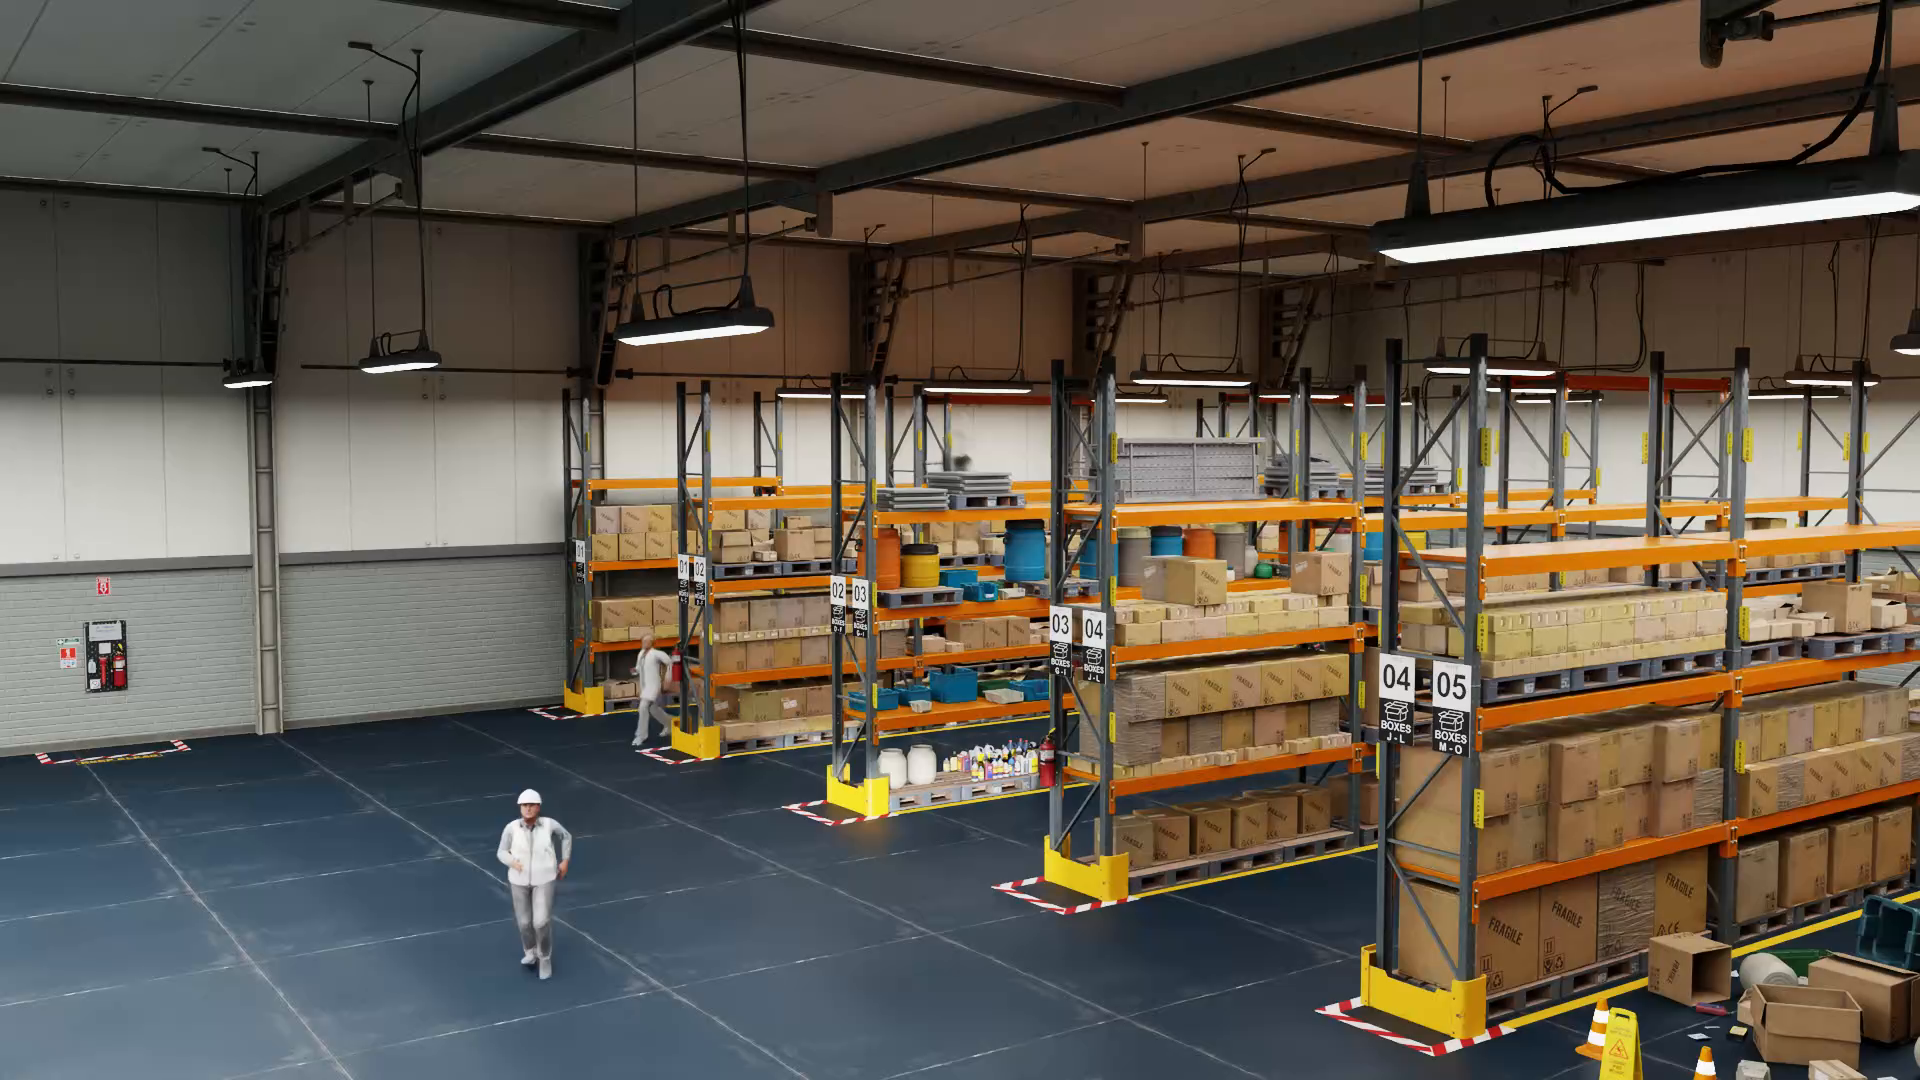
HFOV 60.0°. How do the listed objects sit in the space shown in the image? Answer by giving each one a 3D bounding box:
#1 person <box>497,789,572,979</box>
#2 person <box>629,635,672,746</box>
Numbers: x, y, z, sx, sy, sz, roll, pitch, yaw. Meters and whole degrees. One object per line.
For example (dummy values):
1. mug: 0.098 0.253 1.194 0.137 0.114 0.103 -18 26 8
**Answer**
1. person: -4.059 3.280 15.837 0.669 1.829 0.726 0 4 -7
2. person: -5.162 2.497 27.889 0.996 1.816 0.733 -4 5 -44
